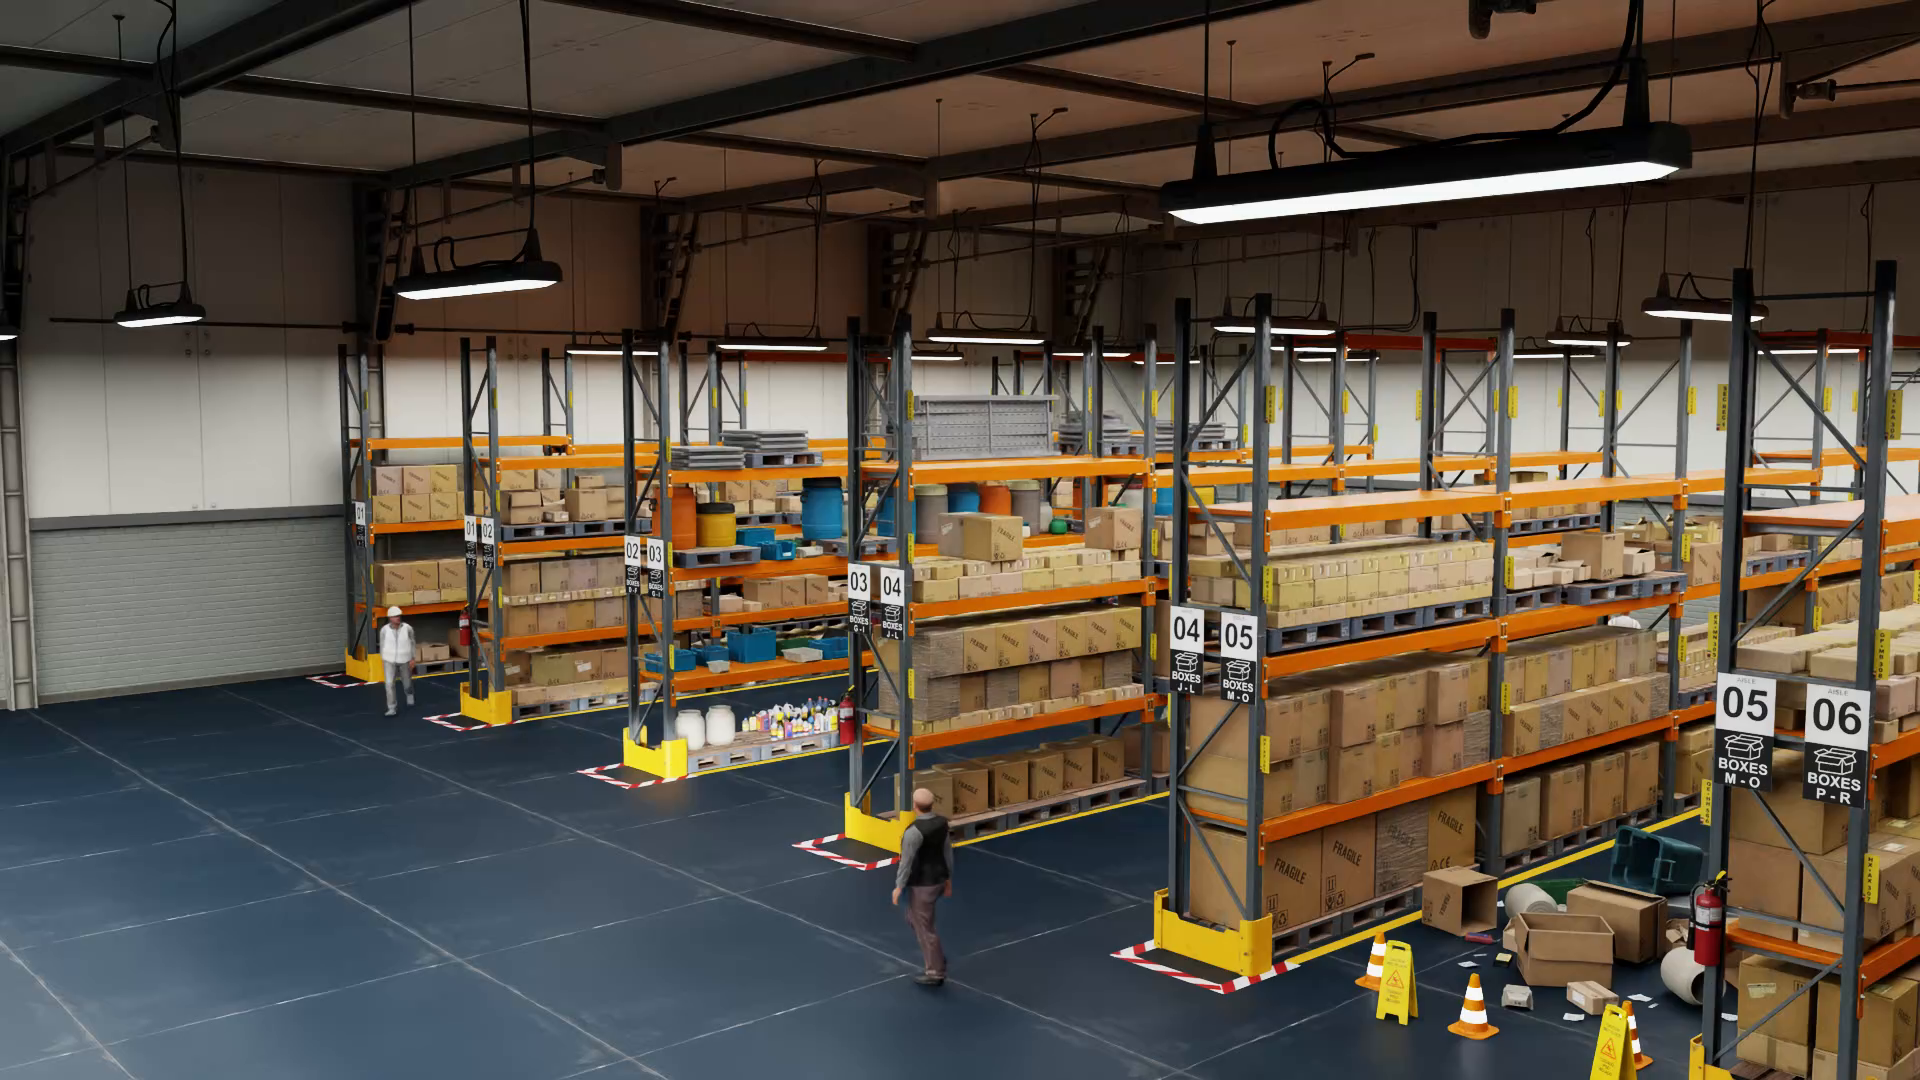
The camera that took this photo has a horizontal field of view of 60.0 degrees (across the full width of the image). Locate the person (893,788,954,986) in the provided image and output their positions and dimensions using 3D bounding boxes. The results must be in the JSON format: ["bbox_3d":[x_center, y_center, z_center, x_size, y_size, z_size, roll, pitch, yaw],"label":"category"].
[{"bbox_3d":[-0.330,3.016,14.432,0.478,1.750,0.518,2,6,23],"label":"person"}]

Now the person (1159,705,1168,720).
[{"bbox_3d":[3.412,2.041,25.485,0.971,1.654,0.499,-3,6,-32],"label":"person"}]

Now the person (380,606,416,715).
[{"bbox_3d":[-9.017,1.905,26.710,0.538,1.736,0.944,-1,5,-9],"label":"person"}]

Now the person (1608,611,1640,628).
[{"bbox_3d":[10.729,1.887,26.951,0.580,1.793,0.413,2,5,21],"label":"person"}]
